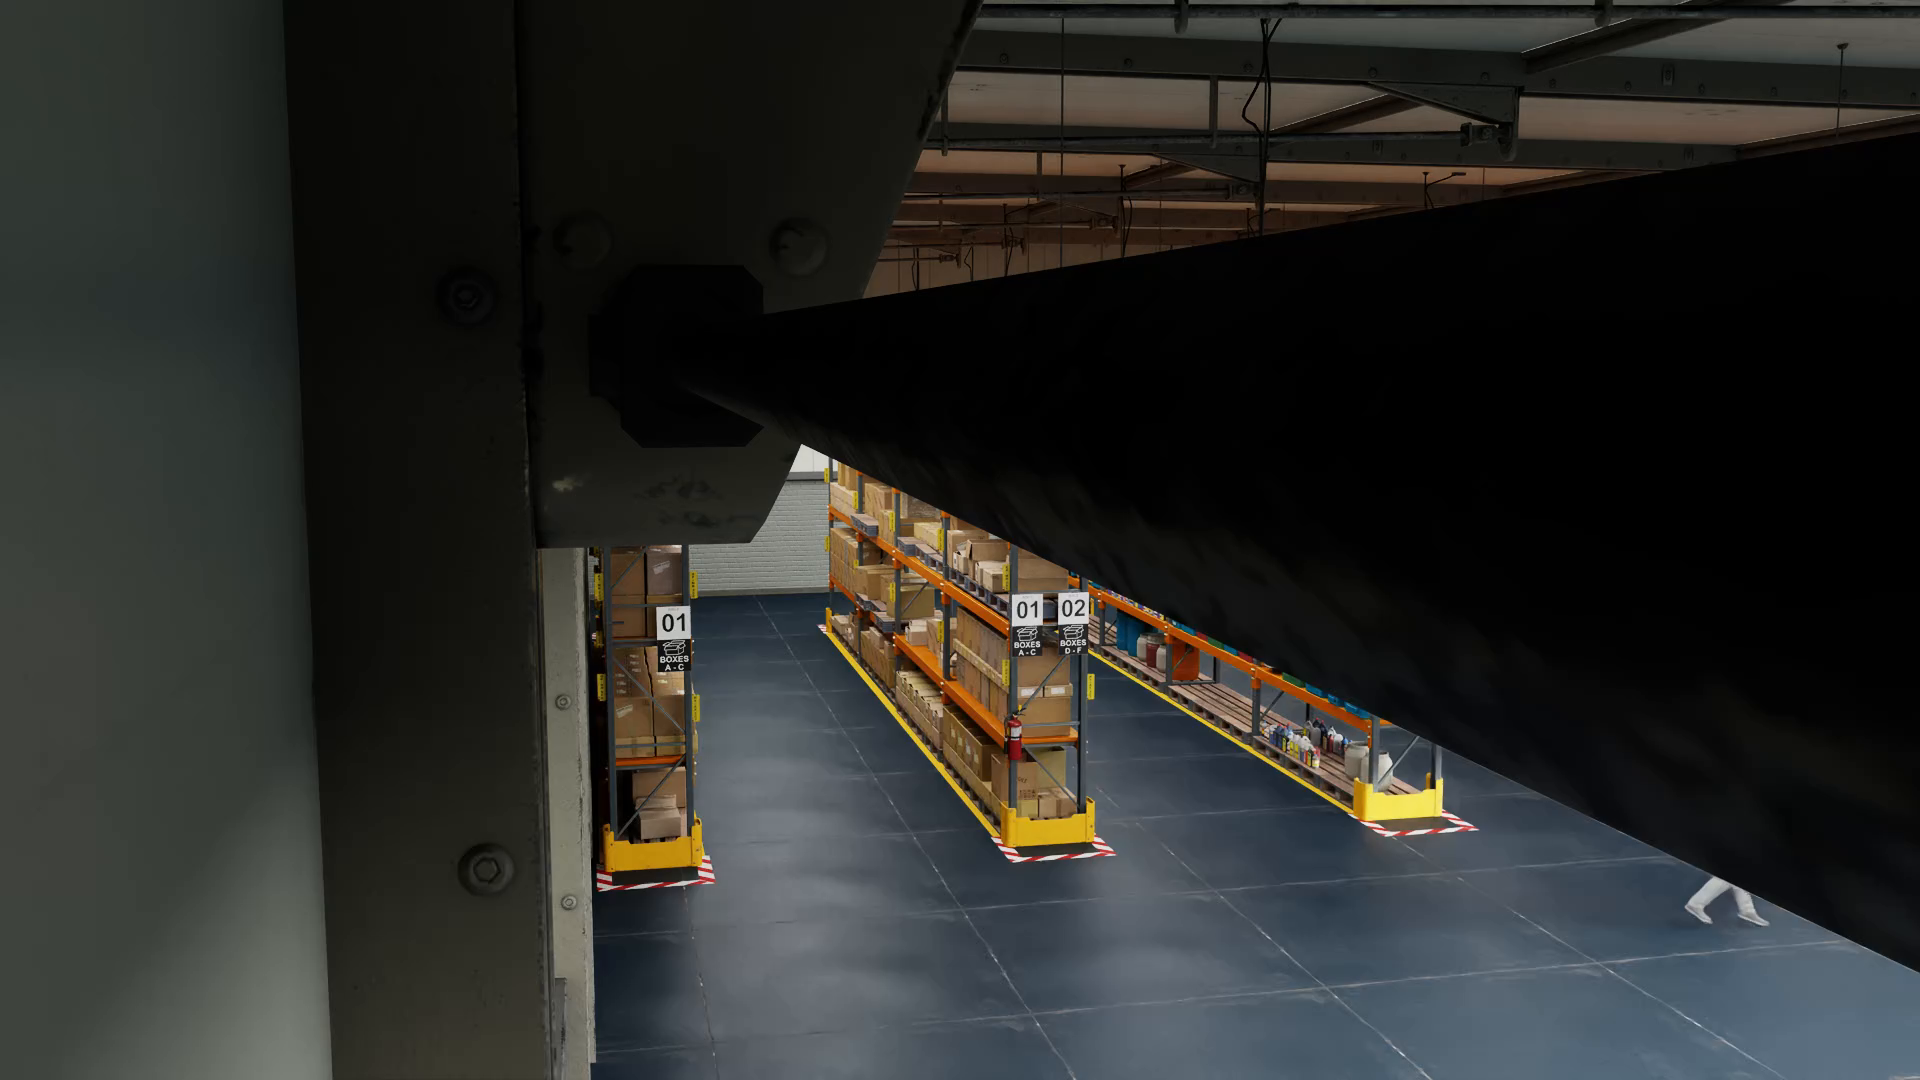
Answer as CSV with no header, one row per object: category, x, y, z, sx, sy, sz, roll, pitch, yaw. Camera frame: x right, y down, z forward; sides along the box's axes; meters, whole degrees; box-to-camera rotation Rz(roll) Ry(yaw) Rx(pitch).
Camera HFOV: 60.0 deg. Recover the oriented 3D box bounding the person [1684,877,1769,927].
person,8.329,3.297,17.966,0.894,1.800,0.652,2,7,13
